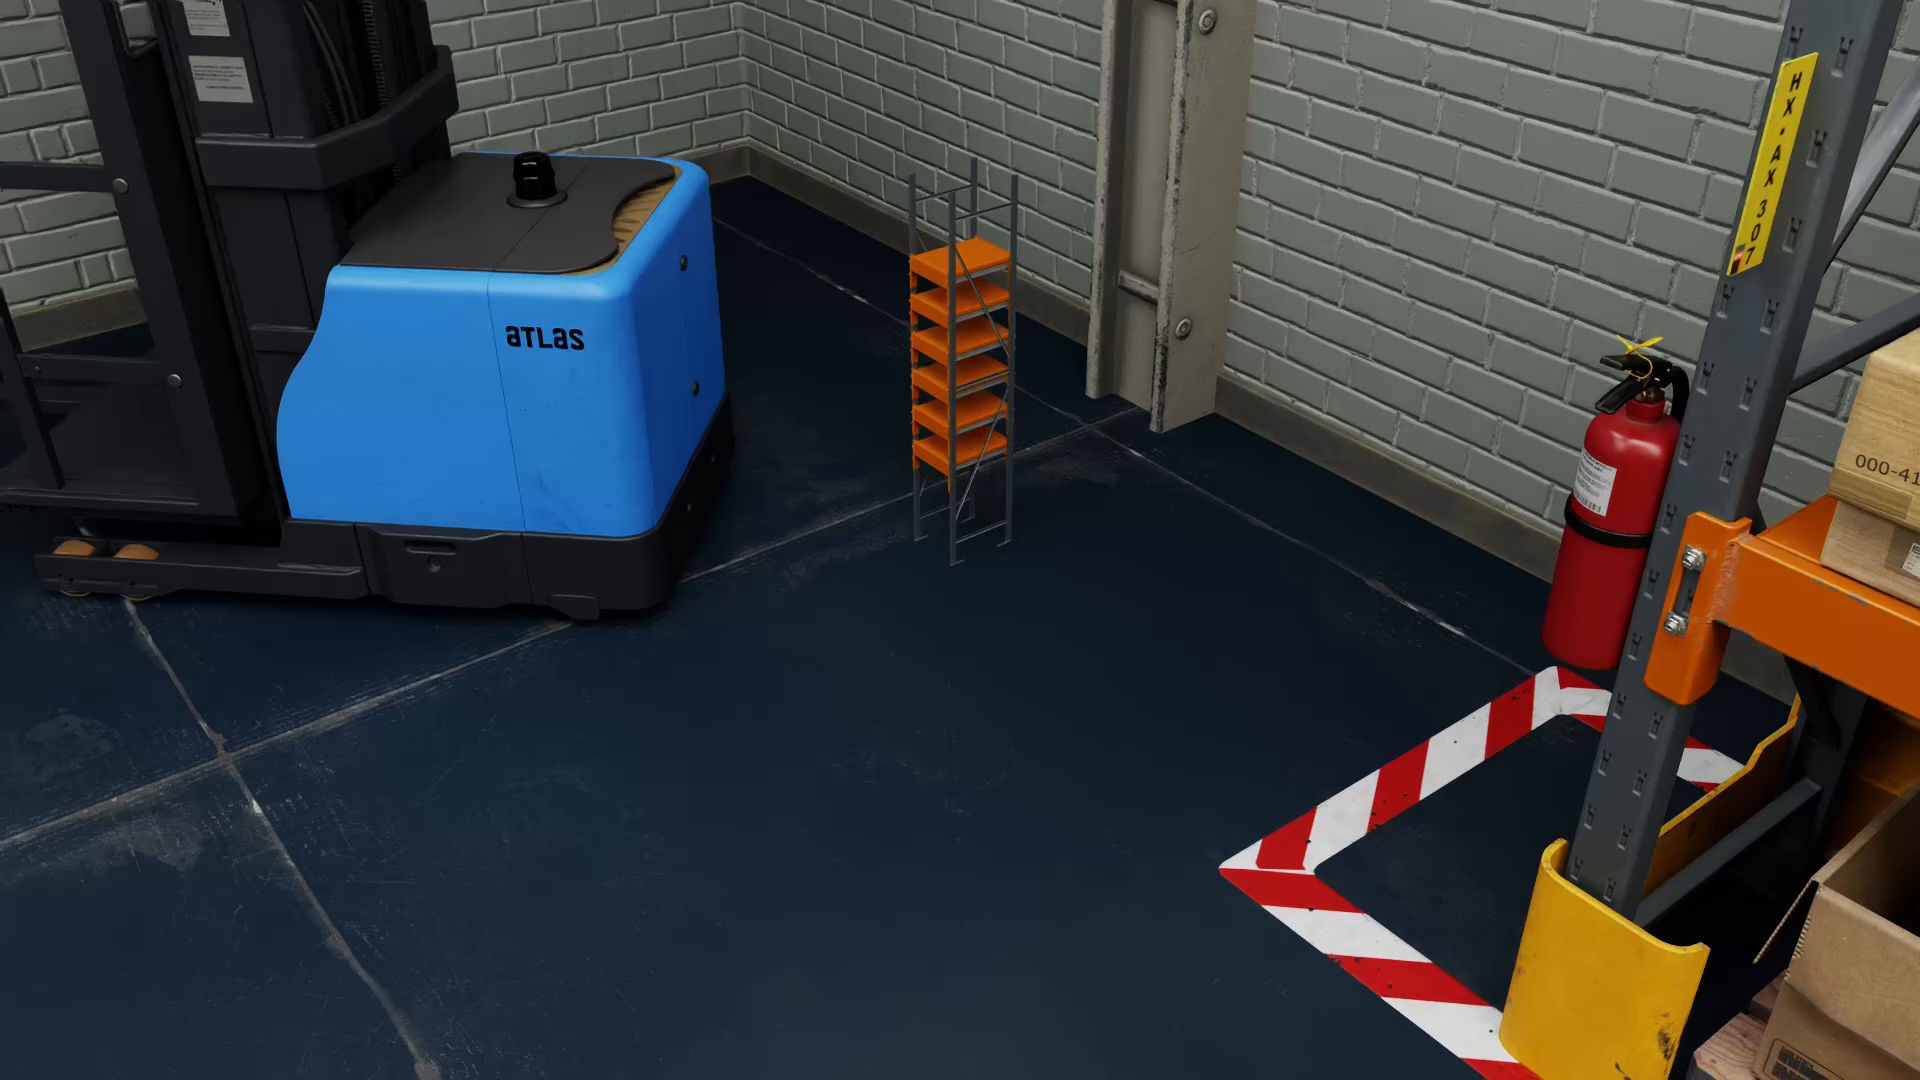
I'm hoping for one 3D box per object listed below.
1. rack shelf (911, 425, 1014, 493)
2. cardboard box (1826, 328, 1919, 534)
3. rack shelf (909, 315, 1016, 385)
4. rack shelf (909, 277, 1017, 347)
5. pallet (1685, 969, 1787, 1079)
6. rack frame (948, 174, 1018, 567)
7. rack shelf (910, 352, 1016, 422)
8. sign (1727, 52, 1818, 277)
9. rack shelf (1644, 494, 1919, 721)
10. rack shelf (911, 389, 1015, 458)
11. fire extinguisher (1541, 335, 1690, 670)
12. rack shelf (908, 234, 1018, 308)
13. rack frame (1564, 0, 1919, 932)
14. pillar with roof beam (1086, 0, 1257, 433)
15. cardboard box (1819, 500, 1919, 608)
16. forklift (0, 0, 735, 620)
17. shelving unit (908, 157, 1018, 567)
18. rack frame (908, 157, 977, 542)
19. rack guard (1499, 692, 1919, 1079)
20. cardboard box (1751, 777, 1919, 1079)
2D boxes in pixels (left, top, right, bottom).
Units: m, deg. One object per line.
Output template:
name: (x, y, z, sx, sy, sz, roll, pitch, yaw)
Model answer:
rack shelf: (0.009, -0.262, 5.074, 0.258, 0.103, 0.180, -22, 38, -31)
cardboard box: (1.707, -0.151, 2.511, 0.500, 0.250, 0.500, -22, 38, -31)
rack shelf: (0.009, -0.568, 4.884, 0.258, 0.103, 0.180, -22, 38, -31)
rack shelf: (0.009, -0.670, 4.821, 0.258, 0.103, 0.180, -22, 38, -31)
pallet: (2.178, 1.183, 3.145, 1.003, 0.211, 1.213, -22, 38, -31)
rack frame: (0.065, -0.466, 4.862, 0.240, 1.200, 0.006, -22, 38, -31)
rack shelf: (0.009, -0.466, 4.947, 0.258, 0.103, 0.180, -22, 38, -31)
sign: (1.213, -0.557, 2.483, 0.100, 0.325, 0.005, -22, 38, -31)
rack shelf: (2.868, 0.774, 1.842, 1.077, 0.370, 4.000, -22, 38, -31)
rack shelf: (0.009, -0.364, 5.010, 0.258, 0.103, 0.180, -22, 38, -31)
fire extinguisher: (1.186, -0.085, 2.971, 0.296, 0.674, 0.183, -22, 38, -31)
rack shelf: (0.009, -0.772, 4.757, 0.258, 0.103, 0.180, -22, 38, -31)
rack frame: (1.642, -0.365, 2.995, 1.000, 3.000, 0.127, -22, 38, -31)
pillar with roof beam: (-2.700, -2.936, 1.448, 9.100, 9.000, 0.400, -22, 38, -31)
cardboard box: (1.627, -0.032, 2.697, 0.380, 0.149, 0.250, -23, 38, -32)
forklift: (-2.307, -1.337, 4.625, 3.031, 2.935, 1.130, 3, 32, 5)
shelving unit: (0.009, -0.504, 4.924, 0.258, 1.200, 0.189, -22, 38, -31)
rack frame: (-0.047, -0.542, 4.985, 0.240, 1.200, 0.006, -22, 38, -31)
rack guard: (1.688, 0.729, 3.603, 1.175, 0.500, 0.348, -22, 38, -31)
cardboard box: (1.942, 0.803, 3.083, 0.797, 0.503, 0.637, -24, 39, -33)
